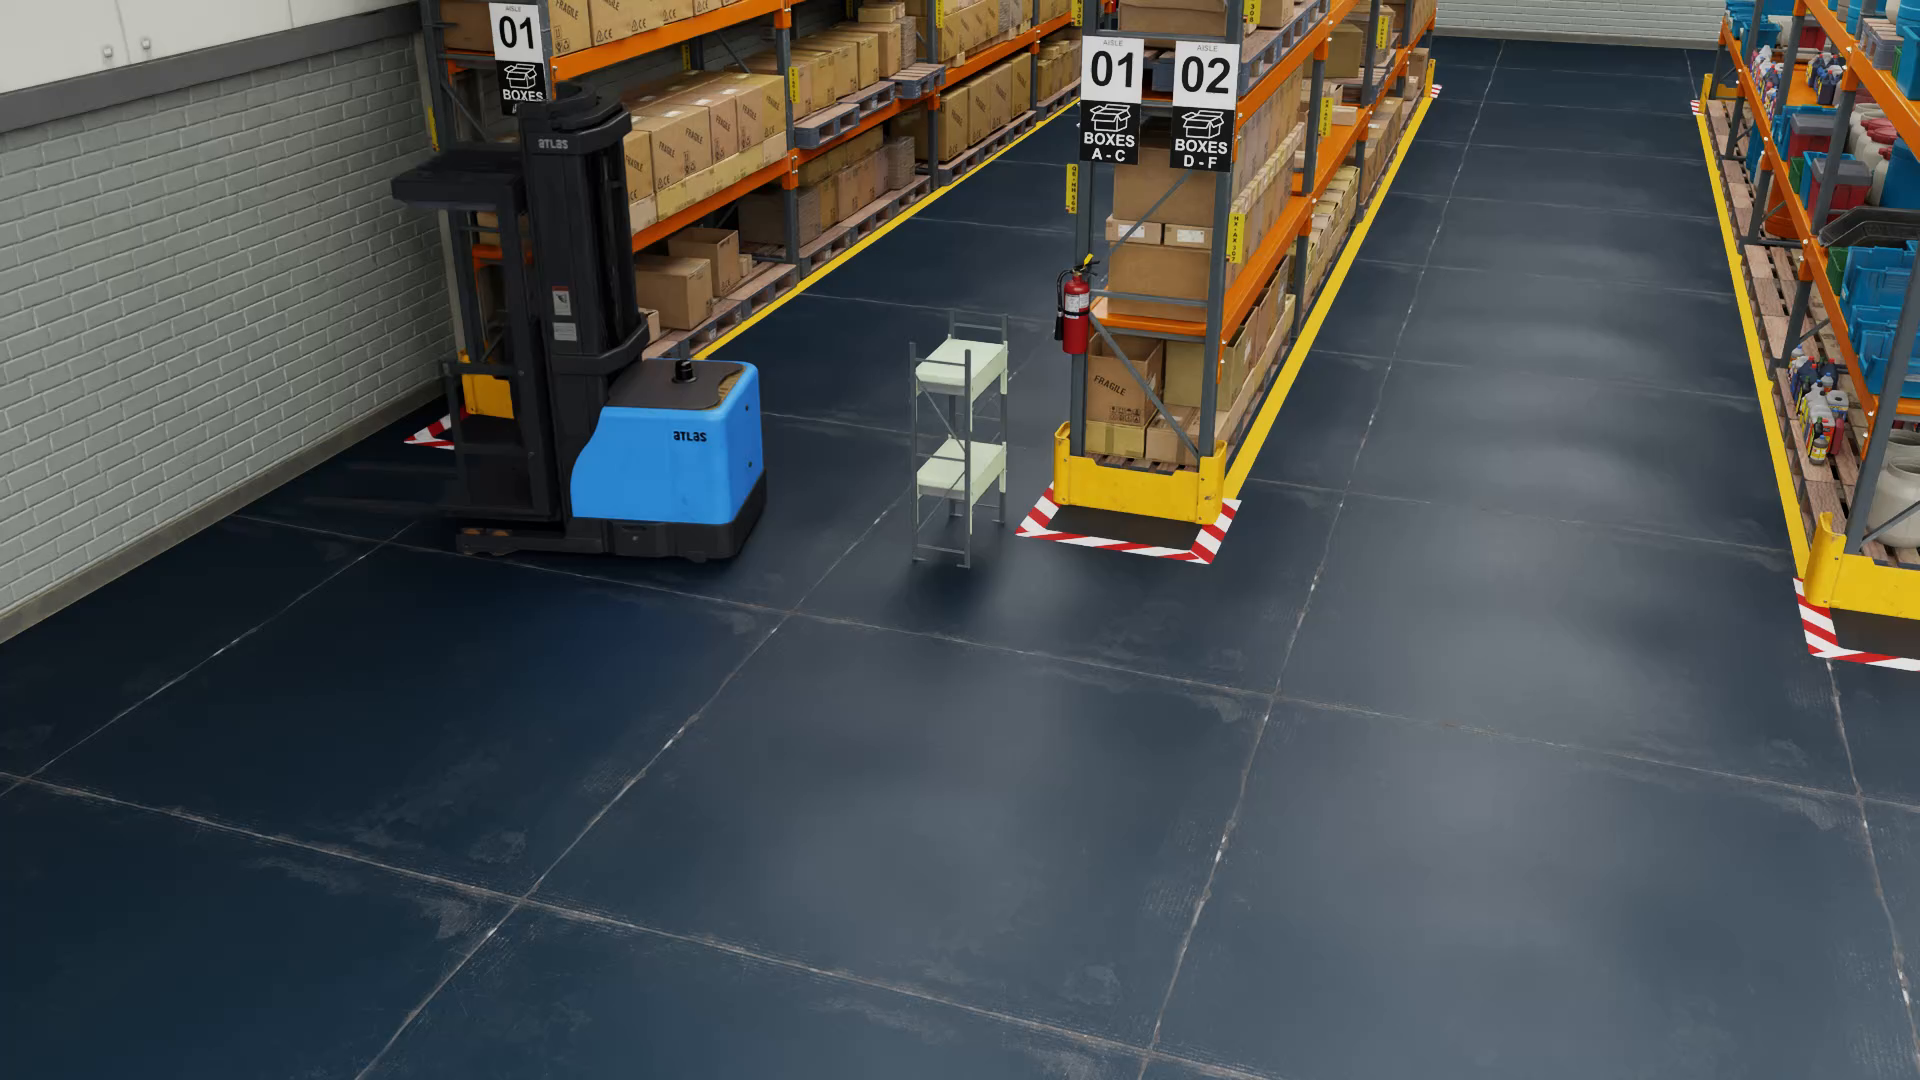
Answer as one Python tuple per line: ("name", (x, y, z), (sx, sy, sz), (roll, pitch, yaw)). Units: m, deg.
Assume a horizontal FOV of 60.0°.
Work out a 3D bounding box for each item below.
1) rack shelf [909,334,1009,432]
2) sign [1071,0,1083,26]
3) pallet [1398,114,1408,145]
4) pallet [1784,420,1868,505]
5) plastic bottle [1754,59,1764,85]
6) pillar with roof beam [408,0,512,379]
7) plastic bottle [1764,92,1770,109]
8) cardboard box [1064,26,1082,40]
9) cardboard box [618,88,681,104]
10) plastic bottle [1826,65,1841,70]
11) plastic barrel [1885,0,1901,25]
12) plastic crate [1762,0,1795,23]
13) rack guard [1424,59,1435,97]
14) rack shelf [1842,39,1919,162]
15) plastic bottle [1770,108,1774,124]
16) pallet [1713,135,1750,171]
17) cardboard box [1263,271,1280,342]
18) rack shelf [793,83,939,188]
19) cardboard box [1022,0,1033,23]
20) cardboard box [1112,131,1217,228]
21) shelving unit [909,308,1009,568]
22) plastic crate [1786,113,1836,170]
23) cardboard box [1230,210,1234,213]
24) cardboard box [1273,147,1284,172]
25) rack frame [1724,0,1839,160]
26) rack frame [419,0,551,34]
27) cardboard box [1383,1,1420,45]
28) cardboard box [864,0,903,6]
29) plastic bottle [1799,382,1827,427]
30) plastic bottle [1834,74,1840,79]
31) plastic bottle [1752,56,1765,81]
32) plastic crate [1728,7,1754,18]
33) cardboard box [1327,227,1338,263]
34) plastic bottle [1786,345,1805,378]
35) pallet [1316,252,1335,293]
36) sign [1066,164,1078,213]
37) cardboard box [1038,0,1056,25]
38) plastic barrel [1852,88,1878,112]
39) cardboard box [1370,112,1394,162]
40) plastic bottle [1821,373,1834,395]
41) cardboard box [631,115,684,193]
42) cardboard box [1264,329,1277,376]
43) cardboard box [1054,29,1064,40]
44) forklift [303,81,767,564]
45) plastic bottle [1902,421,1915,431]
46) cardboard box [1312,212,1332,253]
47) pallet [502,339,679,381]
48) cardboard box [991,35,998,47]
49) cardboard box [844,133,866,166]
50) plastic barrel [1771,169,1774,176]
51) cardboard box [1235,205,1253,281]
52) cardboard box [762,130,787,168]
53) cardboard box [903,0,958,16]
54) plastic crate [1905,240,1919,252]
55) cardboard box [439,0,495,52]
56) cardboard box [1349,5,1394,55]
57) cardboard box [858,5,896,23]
("rack shelf", (-0.002, -1.024, 10.747), (0.431, 0.370, 0.720), (9, 27, 17))
("sign", (0.753, -3.409, 10.482), (0.100, 0.325, 0.005), (9, 27, 17))
("pallet", (5.483, -5.570, 22.513), (1.003, 0.211, 1.213), (9, 27, 17))
("pallet", (6.594, -0.508, 12.057), (1.003, 0.211, 1.213), (9, 27, 17))
("plastic bottle", (9.104, -5.317, 18.924), (0.061, 0.283, 0.133), (9, 27, 17))
("pillar with roof beam", (0.065, -4.818, 10.874), (9.100, 9.000, 0.400), (9, 27, 17))
("plastic bottle", (8.651, -4.698, 17.739), (0.097, 0.201, 0.097), (0, 26, 0))
("cardboard box", (1.818, -7.773, 25.505), (0.380, 0.149, 0.250), (9, 27, 19))
("cardboard box", (-2.781, -3.673, 14.682), (0.500, 0.500, 0.500), (10, 27, 19))
("plastic bottle", (9.808, -5.201, 18.693), (0.152, 0.276, 0.135), (9, 27, 17))
("plastic barrel", (6.933, -3.977, 11.969), (0.421, 0.512, 0.421), (0, 26, 0))
("plastic crate", (11.319, -7.345, 22.870), (0.616, 0.435, 0.499), (9, 27, 17))
("rack guard", (6.559, -7.031, 25.198), (1.175, 0.500, 0.348), (9, 27, 17))
("rack shelf", (6.596, -2.740, 10.851), (1.077, 0.370, 4.000), (9, 27, 17))
("plastic bottle", (8.380, -4.363, 17.047), (0.097, 0.201, 0.097), (0, 26, 0))
("pallet", (10.131, -4.876, 21.079), (1.003, 0.211, 1.213), (9, 27, 17))
("cardboard box", (2.303, -1.913, 13.571), (0.500, 0.500, 0.500), (9, 27, 17))
("rack shelf", (-1.416, -4.471, 17.867), (1.077, 0.370, 4.000), (9, 27, 17))
("cardboard box", (0.665, -7.222, 22.244), (0.500, 0.500, 0.500), (8, 27, 17))
("cardboard box", (1.445, -2.453, 11.270), (0.700, 0.500, 0.500), (9, 27, 18))
("shelving unit", (-0.002, -0.672, 10.917), (0.431, 1.500, 0.755), (9, 27, 17))
("plastic crate", (7.766, -3.589, 15.147), (0.402, 0.464, 0.583), (9, 27, 17))
("cardboard box", (1.679, -2.188, 11.467), (0.380, 0.149, 0.250), (8, 27, 16))
("cardboard box", (2.363, -3.032, 13.211), (0.380, 0.149, 0.250), (9, 27, 17))
("rack frame", (9.923, -5.823, 19.835), (1.000, 3.000, 0.127), (9, 27, 17))
("rack frame", (-3.412, -5.029, 11.310), (1.000, 3.000, 0.127), (9, 27, 17))
("cardboard box", (5.680, -6.758, 21.651), (0.500, 0.500, 0.500), (9, 27, 19))
("cardboard box", (-0.844, -6.366, 19.616), (0.500, 0.250, 0.500), (10, 27, 19))
("plastic bottle", (6.397, -1.018, 12.445), (0.144, 0.351, 0.185), (9, 27, 17))
("plastic bottle", (9.571, -4.951, 18.181), (0.097, 0.271, 0.097), (0, 26, 0))
("plastic bottle", (9.224, -5.437, 19.184), (0.097, 0.271, 0.097), (0, 26, 0))
("plastic crate", (10.643, -7.095, 22.584), (0.416, 0.233, 0.300), (9, 27, 17))
("cardboard box", (3.471, -2.969, 16.613), (0.500, 0.250, 0.500), (9, 27, 18))
("plastic bottle", (6.742, -1.439, 13.405), (0.097, 0.271, 0.097), (0, 26, 0))
("pallet", (3.204, -2.812, 16.816), (1.003, 0.211, 1.213), (9, 27, 17))
("sign", (0.753, -2.324, 11.008), (0.100, 0.325, 0.005), (9, 27, 17))
("cardboard box", (0.777, -7.616, 23.193), (0.980, 0.700, 0.700), (9, 27, 18))
("plastic barrel", (8.724, -4.006, 15.926), (0.600, 0.536, 0.708), (9, 27, 17))
("cardboard box", (5.020, -4.964, 20.424), (0.500, 0.500, 0.500), (9, 27, 18))
("plastic bottle", (6.667, -1.157, 12.824), (0.097, 0.271, 0.097), (0, 26, 0))
("cardboard box", (-2.618, -3.173, 13.651), (0.500, 0.500, 0.500), (8, 27, 16))
("cardboard box", (2.315, -1.573, 13.731), (0.500, 0.250, 0.500), (9, 27, 17))
("cardboard box", (1.375, -7.727, 25.409), (0.380, 0.149, 0.250), (9, 27, 18))
("forklift", (-2.910, -1.437, 10.854), (3.031, 2.935, 1.130), (3, 26, 7))
("plastic bottle", (7.090, -0.924, 12.336), (0.152, 0.276, 0.135), (9, 27, 18))
("cardboard box", (3.306, -3.011, 16.057), (0.500, 0.311, 0.500), (8, 27, 16))
("pallet", (-3.083, -1.434, 13.969), (1.003, 0.211, 1.213), (9, 27, 17))
("cardboard box", (0.271, -6.460, 21.416), (0.380, 0.149, 0.250), (8, 27, 16))
("cardboard box", (-1.356, -4.286, 18.163), (0.500, 0.250, 0.500), (9, 27, 17))
("plastic barrel", (9.115, -3.951, 18.253), (0.600, 0.588, 0.708), (9, 27, 17))
("cardboard box", (1.769, -2.267, 12.375), (0.700, 0.500, 0.500), (9, 27, 18))
("cardboard box", (-1.953, -3.675, 15.548), (0.500, 0.250, 0.500), (9, 27, 18))
("cardboard box", (-0.346, -6.303, 19.486), (0.500, 0.250, 0.500), (9, 27, 19))
("plastic crate", (7.149, -1.975, 12.057), (0.499, 0.251, 0.616), (9, 27, 17))
("cardboard box", (-3.512, -3.941, 12.368), (0.500, 0.500, 0.500), (11, 28, 21))
("cardboard box", (4.724, -6.042, 19.691), (0.700, 0.500, 0.500), (2, 26, 4))
("cardboard box", (-0.930, -5.871, 18.569), (0.380, 0.149, 0.250), (4, 26, 9))
